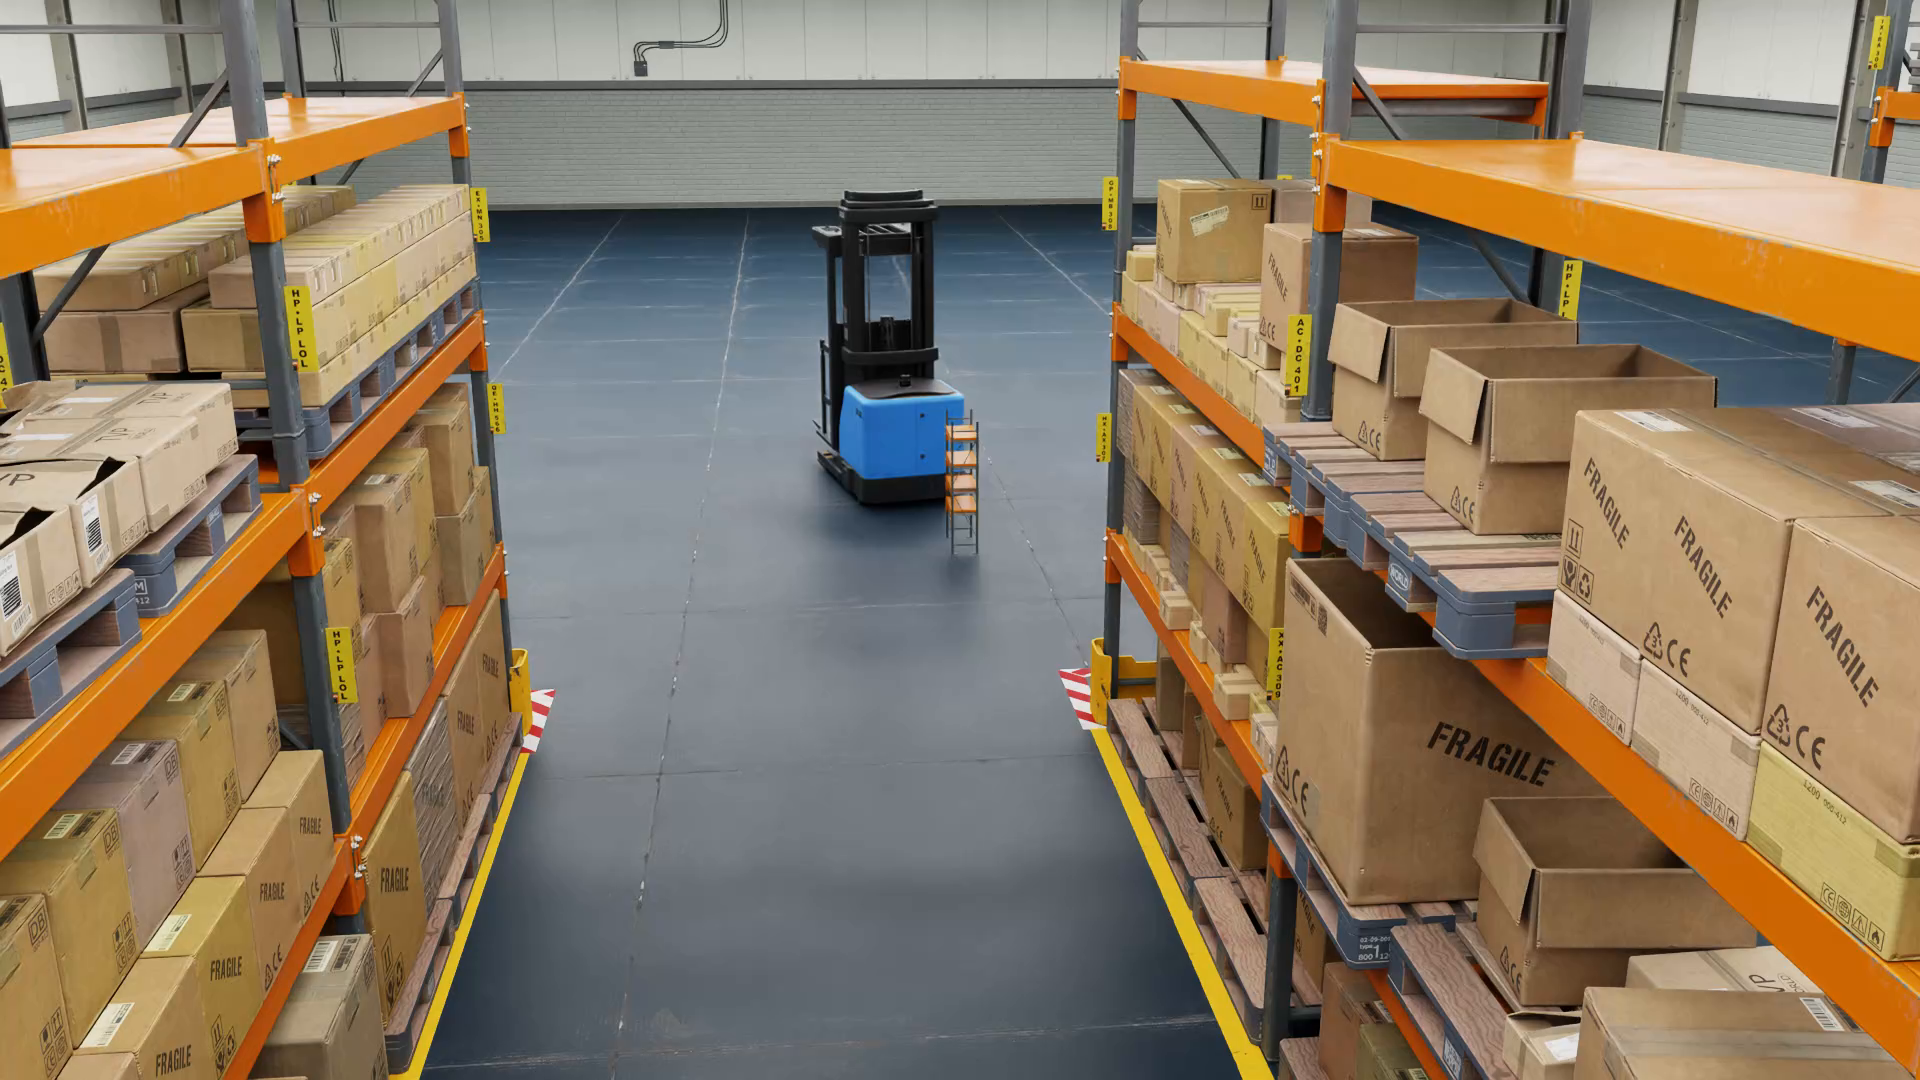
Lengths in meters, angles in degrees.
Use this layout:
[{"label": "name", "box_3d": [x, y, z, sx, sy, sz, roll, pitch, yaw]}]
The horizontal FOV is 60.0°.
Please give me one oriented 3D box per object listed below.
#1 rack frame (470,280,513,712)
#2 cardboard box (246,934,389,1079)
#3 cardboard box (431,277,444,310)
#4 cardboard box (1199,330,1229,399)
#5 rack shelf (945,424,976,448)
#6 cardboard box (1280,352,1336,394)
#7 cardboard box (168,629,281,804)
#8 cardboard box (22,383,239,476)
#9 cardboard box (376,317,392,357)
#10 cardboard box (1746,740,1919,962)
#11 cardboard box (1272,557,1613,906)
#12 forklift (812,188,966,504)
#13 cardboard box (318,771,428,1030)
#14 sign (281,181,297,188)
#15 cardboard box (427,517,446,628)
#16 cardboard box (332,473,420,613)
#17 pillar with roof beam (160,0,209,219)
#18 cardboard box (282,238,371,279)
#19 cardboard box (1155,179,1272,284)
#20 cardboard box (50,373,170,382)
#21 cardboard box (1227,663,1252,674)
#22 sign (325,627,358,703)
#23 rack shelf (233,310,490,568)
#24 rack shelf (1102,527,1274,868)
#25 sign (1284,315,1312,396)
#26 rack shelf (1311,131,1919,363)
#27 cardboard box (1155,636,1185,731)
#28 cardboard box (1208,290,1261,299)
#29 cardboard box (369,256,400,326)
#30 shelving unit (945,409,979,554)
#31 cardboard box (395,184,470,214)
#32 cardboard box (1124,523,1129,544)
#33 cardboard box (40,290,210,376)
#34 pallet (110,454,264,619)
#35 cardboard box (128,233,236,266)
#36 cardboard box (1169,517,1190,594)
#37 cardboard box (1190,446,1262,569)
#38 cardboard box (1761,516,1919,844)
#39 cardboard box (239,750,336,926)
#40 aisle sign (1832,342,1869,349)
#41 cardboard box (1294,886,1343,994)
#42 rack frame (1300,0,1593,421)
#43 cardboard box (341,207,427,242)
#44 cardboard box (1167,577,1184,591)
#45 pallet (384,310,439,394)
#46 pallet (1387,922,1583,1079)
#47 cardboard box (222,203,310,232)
[{"label": "rack frame", "box_3d": [-3.463, -0.148, 10.640, 1.000, 3.000, 0.127, -2, 18, -6]}, {"label": "cardboard box", "box_3d": [-2.897, 2.099, 6.538, 1.050, 0.750, 0.750, -2, 18, -6]}, {"label": "cardboard box", "box_3d": [-2.986, -1.315, 8.902, 0.380, 0.149, 0.250, -2, 18, -6]}, {"label": "cardboard box", "box_3d": [1.486, -0.874, 8.196, 0.500, 0.250, 0.500, -2, 18, -6]}, {"label": "rack shelf", "box_3d": [0.017, -0.898, 14.723, 0.258, 0.148, 0.480, -2, 18, -6]}, {"label": "cardboard box", "box_3d": [1.573, -0.717, 7.029, 0.380, 0.149, 0.250, -1, 17, -4]}, {"label": "cardboard box", "box_3d": [-2.993, 0.667, 6.208, 0.700, 0.500, 0.500, -2, 18, -7]}, {"label": "cardboard box", "box_3d": [-2.818, -0.358, 5.684, 0.500, 0.250, 0.500, -2, 17, -5]}, {"label": "cardboard box", "box_3d": [-2.856, -0.937, 7.699, 0.380, 0.149, 0.250, -2, 18, -7]}, {"label": "cardboard box", "box_3d": [2.013, 0.619, 3.440, 0.500, 0.250, 0.500, -2, 18, -6]}, {"label": "cardboard box", "box_3d": [1.837, 0.675, 6.315, 1.000, 1.000, 1.000, -2, 18, -5]}, {"label": "forklift", "box_3d": [-0.876, -2.152, 17.138, 1.130, 2.935, 3.031, -5, 18, -17]}, {"label": "cardboard box", "box_3d": [-3.045, 1.668, 7.703, 0.875, 0.875, 0.875, -2, 17, -5]}, {"label": "sign", "box_3d": [-4.015, -2.018, 9.999, 0.100, 0.325, 0.005, -2, 18, -6]}, {"label": "cardboard box", "box_3d": [-3.368, 0.224, 9.206, 0.875, 0.550, 0.550, -2, 18, -6]}, {"label": "cardboard box", "box_3d": [-3.145, 0.021, 8.050, 0.875, 0.550, 0.550, -2, 18, -6]}, {"label": "pillar with roof beam", "box_3d": [-12.950, -11.508, 36.810, 9.100, 9.000, 0.400, -2, 18, -6]}, {"label": "cardboard box", "box_3d": [-2.829, -1.242, 7.337, 0.380, 0.149, 0.250, -2, 18, -7]}, {"label": "cardboard box", "box_3d": [1.366, -1.679, 9.013, 0.500, 0.500, 0.500, -2, 18, -6]}, {"label": "cardboard box", "box_3d": [-3.406, -0.614, 6.669, 0.380, 0.149, 0.250, -2, 18, -6]}, {"label": "cardboard box", "box_3d": [1.566, 0.685, 8.407, 0.380, 0.149, 0.250, -2, 18, -6]}, {"label": "sign", "box_3d": [-2.511, 0.510, 6.745, 0.100, 0.325, 0.005, -2, 18, -6]}, {"label": "rack shelf", "box_3d": [-3.256, -0.640, 8.400, 1.077, 0.370, 4.000, -2, 18, -6]}, {"label": "rack shelf", "box_3d": [1.688, 0.668, 9.242, 1.077, 0.370, 4.000, -2, 18, -6]}, {"label": "sign", "box_3d": [1.355, -0.738, 6.649, 0.100, 0.325, 0.005, -2, 18, -6]}, {"label": "rack shelf", "box_3d": [2.100, -0.811, 4.607, 1.077, 0.370, 4.000, -2, 18, -6]}, {"label": "cardboard box", "box_3d": [1.529, 0.908, 10.749, 0.500, 0.500, 0.500, 1, 17, 5]}, {"label": "cardboard box", "box_3d": [1.492, -1.192, 8.544, 0.380, 0.149, 0.250, -2, 18, -8]}, {"label": "cardboard box", "box_3d": [-2.928, -1.160, 7.744, 0.500, 0.250, 0.500, -2, 18, -6]}, {"label": "shelving unit", "box_3d": [0.017, -0.523, 14.840, 0.258, 1.200, 0.503, -2, 18, -6]}, {"label": "cardboard box", "box_3d": [-3.090, -1.998, 9.745, 0.380, 0.149, 0.250, -2, 18, -5]}, {"label": "cardboard box", "box_3d": [1.274, -0.059, 10.776, 0.380, 0.149, 0.250, -2, 18, -6]}, {"label": "cardboard box", "box_3d": [-3.356, -0.844, 6.736, 0.500, 0.250, 0.500, -2, 18, -6]}, {"label": "pallet", "box_3d": [-2.906, -0.024, 5.558, 0.805, 0.209, 1.217, -2, 18, -8]}, {"label": "cardboard box", "box_3d": [-3.510, -1.297, 7.512, 0.380, 0.149, 0.250, -2, 18, -5]}, {"label": "cardboard box", "box_3d": [1.690, 0.000, 9.506, 0.875, 0.500, 0.500, -2, 18, -6]}, {"label": "cardboard box", "box_3d": [1.470, -0.169, 8.376, 0.500, 0.500, 0.500, -2, 18, -6]}, {"label": "cardboard box", "box_3d": [2.008, 0.261, 3.329, 0.500, 0.500, 0.500, -1, 17, -4]}, {"label": "cardboard box", "box_3d": [-2.730, 1.144, 6.360, 0.500, 0.500, 0.500, -2, 18, -6]}, {"label": "aisle sign", "box_3d": [6.109, -1.677, 11.169, 0.394, 0.787, 0.004, -2, 18, -6]}, {"label": "cardboard box", "box_3d": [1.892, 1.793, 7.931, 0.500, 0.500, 0.500, -2, 18, -7]}, {"label": "rack frame", "box_3d": [1.894, -1.941, 6.337, 1.000, 3.000, 0.127, -2, 18, -6]}, {"label": "cardboard box", "box_3d": [-2.960, -1.619, 8.538, 0.380, 0.149, 0.250, -2, 18, -6]}, {"label": "cardboard box", "box_3d": [1.409, 0.313, 9.590, 0.380, 0.149, 0.250, -2, 18, -6]}, {"label": "pallet", "box_3d": [-3.247, -0.952, 8.340, 1.003, 0.211, 1.213, -2, 18, -6]}, {"label": "pallet", "box_3d": [2.062, 1.616, 5.343, 1.003, 0.211, 1.213, -2, 18, -6]}, {"label": "cardboard box", "box_3d": [-3.641, -1.675, 8.718, 0.380, 0.149, 0.250, -2, 18, -7]}]
